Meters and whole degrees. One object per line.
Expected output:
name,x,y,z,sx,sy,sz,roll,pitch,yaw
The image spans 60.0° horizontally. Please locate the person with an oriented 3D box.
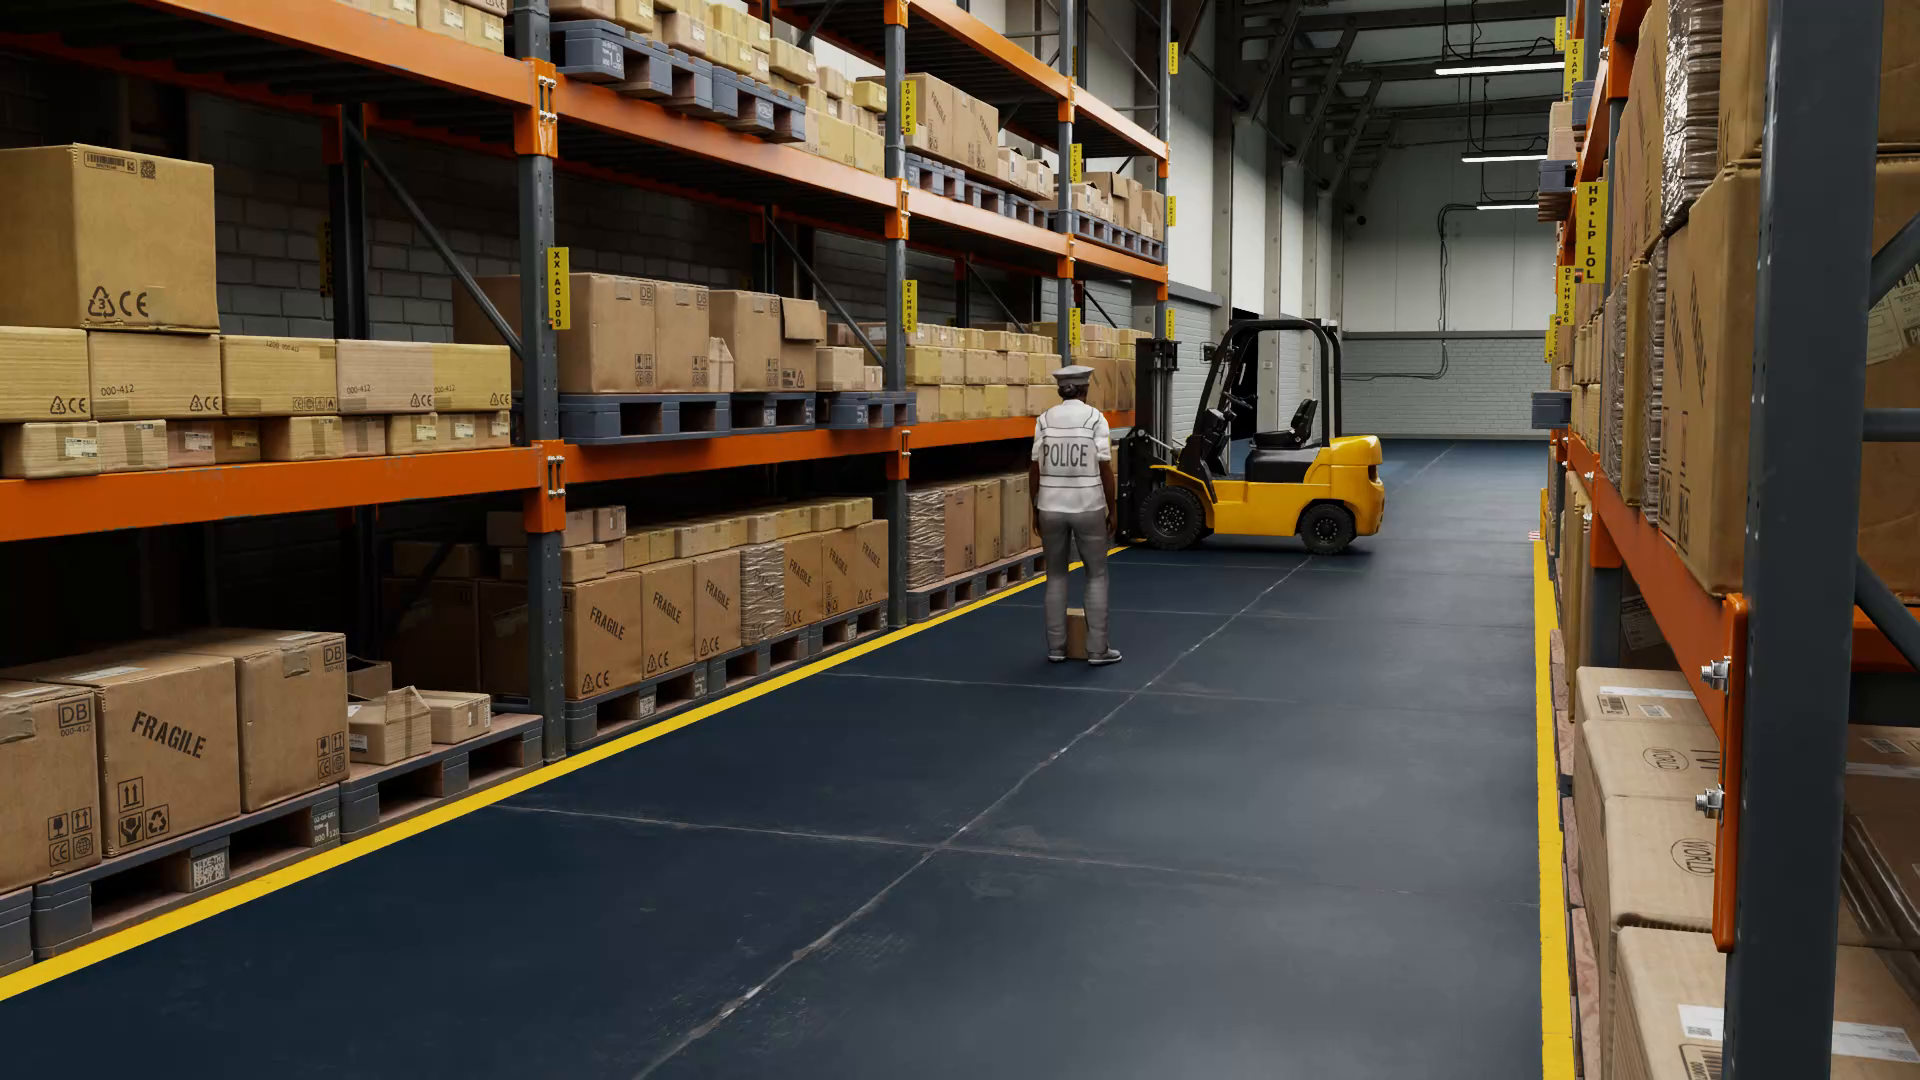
person,0.640,-0.141,9.272,0.503,1.656,0.422,2,6,18
